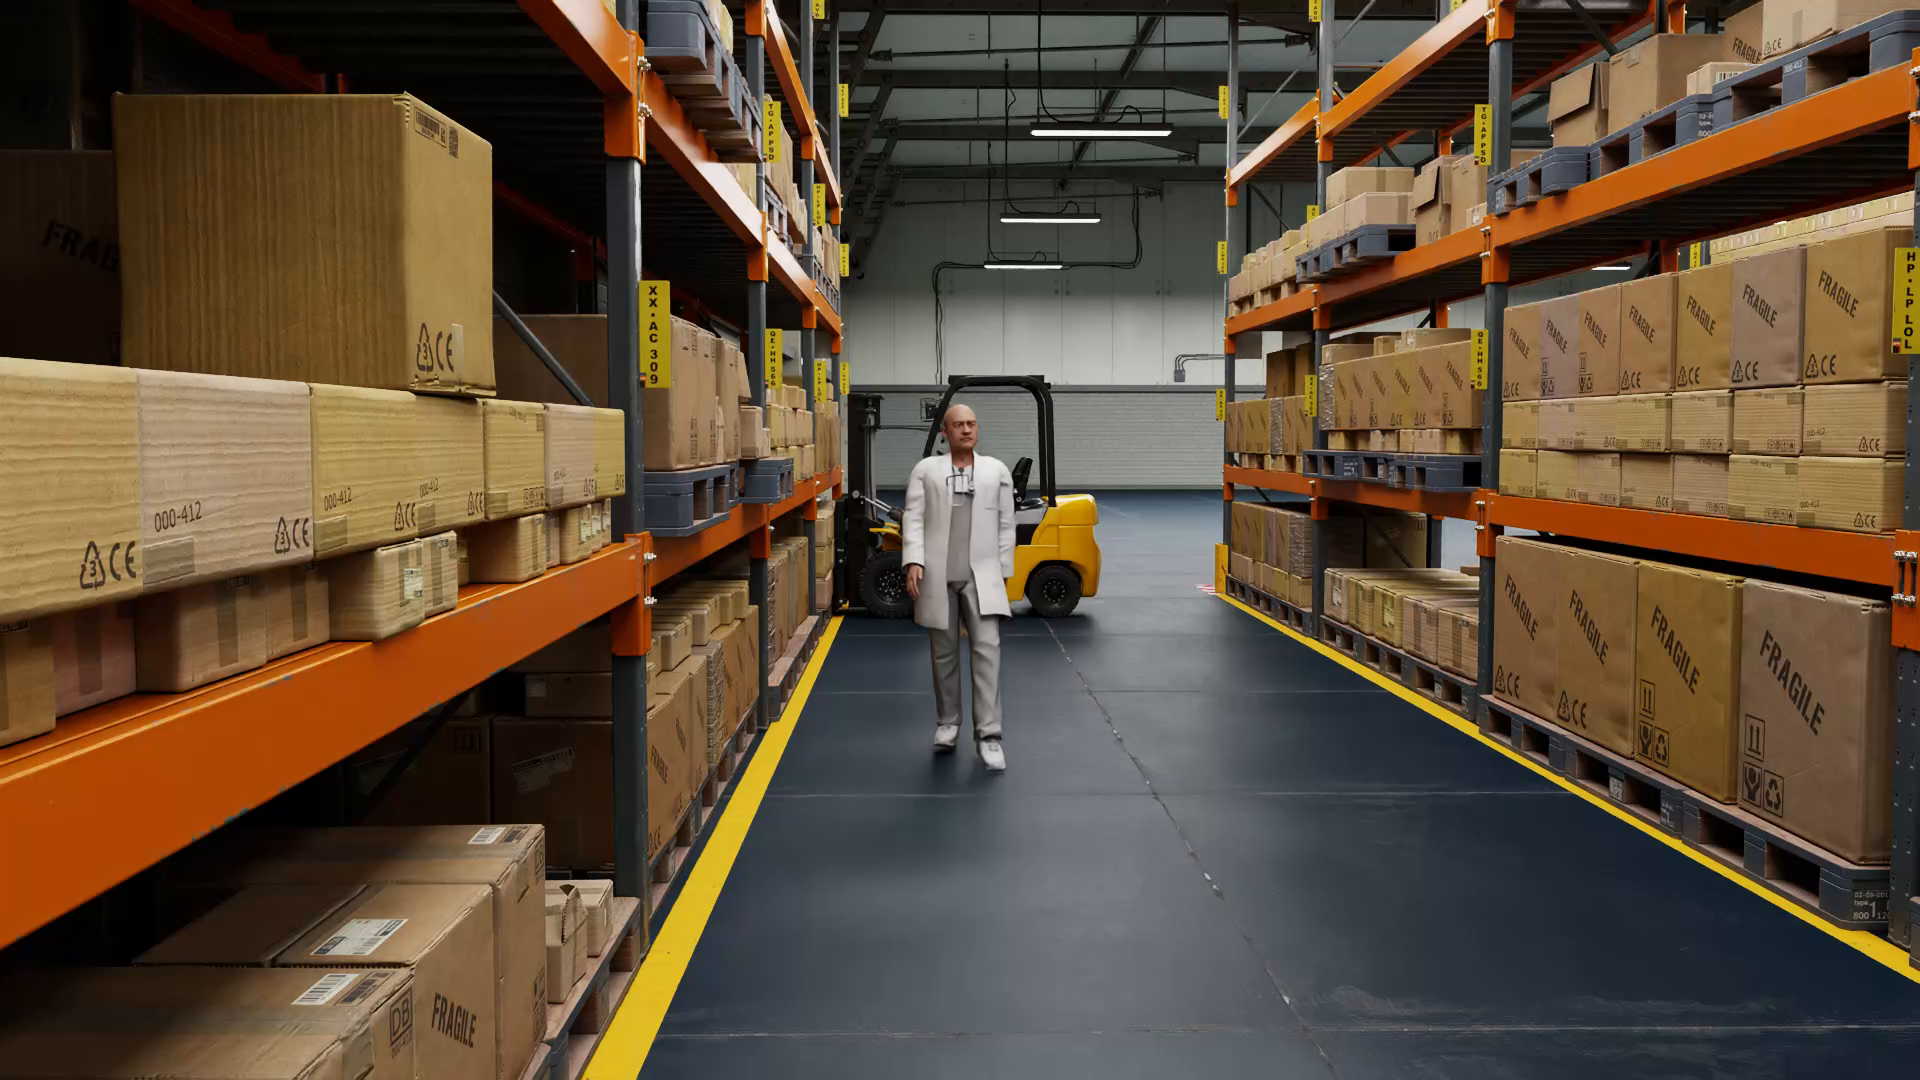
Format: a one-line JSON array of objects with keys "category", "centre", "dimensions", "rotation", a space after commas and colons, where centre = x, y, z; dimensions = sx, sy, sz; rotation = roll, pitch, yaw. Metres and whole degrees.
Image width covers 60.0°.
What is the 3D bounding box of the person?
[{"category": "person", "centre": [-0.012, 0.200, 8.292], "dimensions": [0.576, 1.755, 0.894], "rotation": [0, 4, 2]}]
